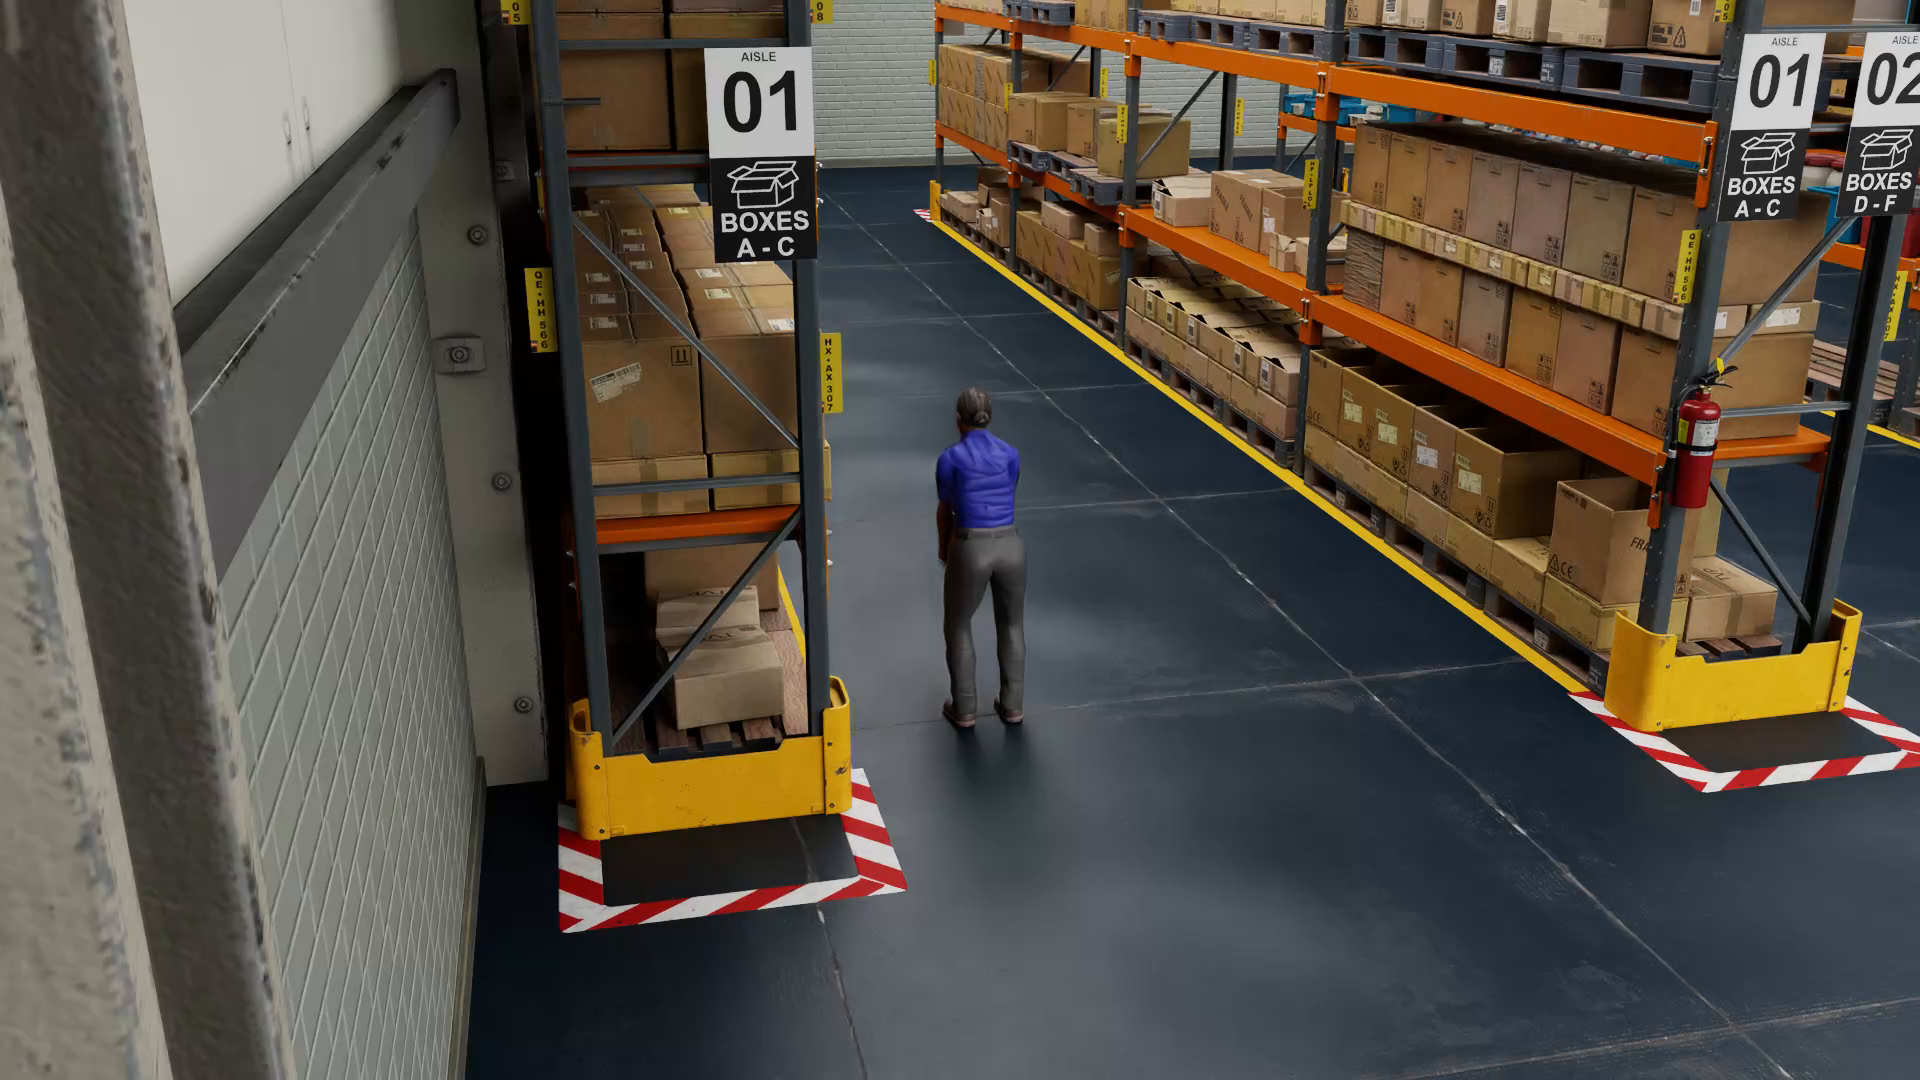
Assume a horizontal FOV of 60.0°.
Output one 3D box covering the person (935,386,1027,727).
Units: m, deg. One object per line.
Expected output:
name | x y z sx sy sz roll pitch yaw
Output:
person | 0.090 0.075 7.940 0.412 1.621 0.552 -5 20 -13
